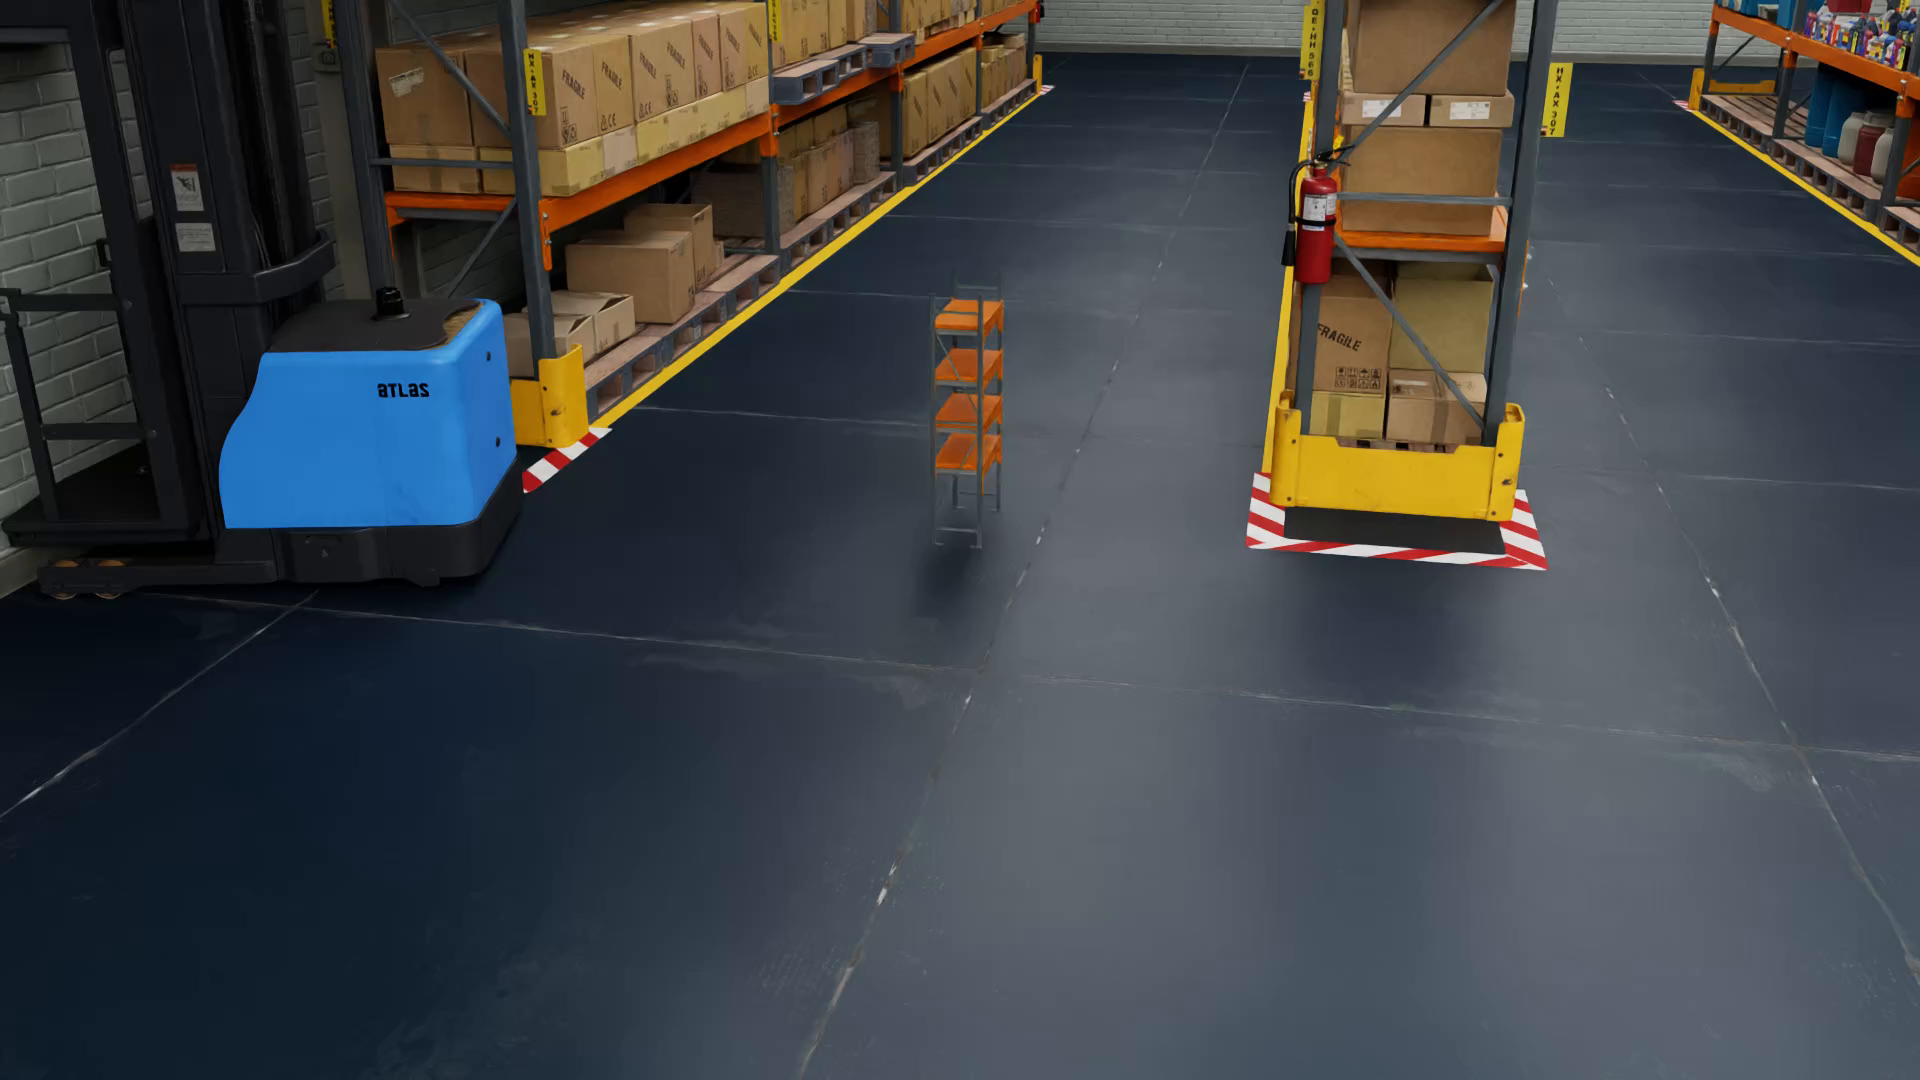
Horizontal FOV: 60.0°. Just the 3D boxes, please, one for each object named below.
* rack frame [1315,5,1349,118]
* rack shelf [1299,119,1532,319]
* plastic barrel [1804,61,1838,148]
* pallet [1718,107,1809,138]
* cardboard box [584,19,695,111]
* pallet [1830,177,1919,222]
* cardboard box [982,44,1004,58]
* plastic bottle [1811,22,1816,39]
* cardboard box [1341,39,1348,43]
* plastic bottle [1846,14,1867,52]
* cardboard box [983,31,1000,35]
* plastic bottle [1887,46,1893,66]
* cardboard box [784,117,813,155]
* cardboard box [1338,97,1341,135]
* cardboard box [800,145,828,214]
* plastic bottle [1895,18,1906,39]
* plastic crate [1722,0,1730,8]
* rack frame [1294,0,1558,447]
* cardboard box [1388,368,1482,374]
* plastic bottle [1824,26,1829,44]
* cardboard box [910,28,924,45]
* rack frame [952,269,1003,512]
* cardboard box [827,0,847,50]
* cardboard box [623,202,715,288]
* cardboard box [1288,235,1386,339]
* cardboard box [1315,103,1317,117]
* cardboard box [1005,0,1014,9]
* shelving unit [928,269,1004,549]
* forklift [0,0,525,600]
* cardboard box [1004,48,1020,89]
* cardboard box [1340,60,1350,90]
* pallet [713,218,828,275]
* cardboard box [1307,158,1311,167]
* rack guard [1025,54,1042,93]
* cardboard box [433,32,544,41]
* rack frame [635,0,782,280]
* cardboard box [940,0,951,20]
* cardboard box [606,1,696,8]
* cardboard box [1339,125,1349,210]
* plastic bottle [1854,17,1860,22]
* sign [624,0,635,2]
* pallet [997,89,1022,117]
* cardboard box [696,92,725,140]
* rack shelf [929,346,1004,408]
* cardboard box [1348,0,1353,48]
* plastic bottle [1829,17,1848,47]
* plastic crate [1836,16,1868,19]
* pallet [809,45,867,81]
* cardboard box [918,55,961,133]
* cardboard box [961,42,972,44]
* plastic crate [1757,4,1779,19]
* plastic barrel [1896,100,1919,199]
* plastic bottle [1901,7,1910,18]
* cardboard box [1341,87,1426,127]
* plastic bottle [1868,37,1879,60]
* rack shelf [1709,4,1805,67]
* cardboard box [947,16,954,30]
[{"bbox_3d":[3.784,-4.519,15.058,1.000,3.000,0.127,4,22,11],"label":"rack frame"},{"bbox_3d":[2.560,-1.991,9.744,1.077,0.370,4.000,4,22,11],"label":"rack shelf"},{"bbox_3d":[9.321,-4.626,17.572,0.600,0.901,0.708,4,22,11],"label":"plastic barrel"},{"bbox_3d":[9.807,-5.028,20.057,1.003,0.211,1.213,4,22,11],"label":"pallet"},{"bbox_3d":[-1.991,-2.967,10.374,0.500,0.500,0.500,5,23,13],"label":"cardboard box"},{"bbox_3d":[8.752,-3.138,15.362,1.003,0.211,1.213,4,22,11],"label":"pallet"},{"bbox_3d":[0.358,-6.262,21.302,0.380,0.149,0.250,4,22,9],"label":"cardboard box"},{"bbox_3d":[8.923,-5.316,17.305,0.097,0.201,0.097,0,22,0],"label":"plastic bottle"},{"bbox_3d":[2.569,-3.037,10.378,0.380,0.149,0.250,4,22,10],"label":"cardboard box"},{"bbox_3d":[8.669,-4.887,16.038,0.144,0.351,0.185,4,22,11],"label":"plastic bottle"},{"bbox_3d":[0.351,-6.954,23.021,0.380,0.149,0.250,5,22,11],"label":"cardboard box"},{"bbox_3d":[8.386,-4.353,14.913,0.097,0.201,0.097,0,22,0],"label":"plastic bottle"},{"bbox_3d":[-1.560,-3.447,14.150,0.500,0.250,0.500,4,22,9],"label":"cardboard box"},{"bbox_3d":[2.883,-2.939,11.003,0.700,0.500,0.500,4,22,10],"label":"cardboard box"},{"bbox_3d":[-1.549,-3.123,14.351,0.700,0.500,0.500,5,22,12],"label":"cardboard box"},{"bbox_3d":[9.381,-5.059,16.571,0.097,0.271,0.097,0,22,0],"label":"plastic bottle"},{"bbox_3d":[9.745,-6.795,20.982,0.250,0.136,0.298,4,22,11],"label":"plastic crate"},{"bbox_3d":[2.151,-1.593,7.793,1.000,3.000,0.127,4,22,11],"label":"rack frame"},{"bbox_3d":[2.577,-0.875,9.128,0.500,0.250,0.500,4,22,11],"label":"cardboard box"},{"bbox_3d":[8.816,-5.125,16.829,0.097,0.201,0.097,0,22,0],"label":"plastic bottle"},{"bbox_3d":[-0.575,-5.073,16.743,0.380,0.149,0.250,5,23,13],"label":"cardboard box"},{"bbox_3d":[0.084,-0.706,8.001,0.240,1.200,0.015,4,22,11],"label":"rack frame"},{"bbox_3d":[-1.385,-4.515,14.327,0.700,0.500,0.500,4,22,11],"label":"cardboard box"},{"bbox_3d":[-2.055,-2.094,11.795,0.500,0.500,0.500,3,22,7],"label":"cardboard box"},{"bbox_3d":[2.159,-1.446,9.543,0.500,0.500,0.500,4,22,11],"label":"cardboard box"},{"bbox_3d":[3.952,-4.305,17.284,0.500,0.500,0.500,4,22,9],"label":"cardboard box"},{"bbox_3d":[0.170,-7.227,21.382,0.980,0.700,0.700,3,22,8],"label":"cardboard box"},{"bbox_3d":[0.034,-0.617,7.780,0.258,1.200,0.503,4,22,11],"label":"shelving unit"},{"bbox_3d":[-3.627,-1.303,7.167,3.031,2.935,1.130,-1,22,-2],"label":"forklift"},{"bbox_3d":[0.419,-6.409,22.536,0.700,0.500,0.500,4,22,11],"label":"cardboard box"},{"bbox_3d":[2.306,-2.568,9.213,0.380,0.149,0.250,5,22,12],"label":"cardboard box"},{"bbox_3d":[-1.725,-2.423,13.588,1.003,0.211,1.213,4,22,11],"label":"pallet"},{"bbox_3d":[3.080,-2.962,13.560,0.500,0.311,0.500,4,22,10],"label":"cardboard box"},{"bbox_3d":[0.571,-6.670,23.746,1.175,0.500,0.348,4,22,11],"label":"rack guard"},{"bbox_3d":[-2.698,-2.629,9.535,0.500,0.500,0.500,5,22,12],"label":"cardboard box"},{"bbox_3d":[-1.883,-3.432,12.360,1.000,3.000,0.127,4,22,11],"label":"rack frame"},{"bbox_3d":[-0.400,-5.810,17.705,0.500,0.500,0.500,5,22,12],"label":"cardboard box"},{"bbox_3d":[-2.183,-3.564,11.857,0.500,0.500,0.500,4,22,10],"label":"cardboard box"},{"bbox_3d":[2.362,-2.001,8.674,0.700,0.500,0.500,5,22,12],"label":"cardboard box"},{"bbox_3d":[8.941,-5.055,16.555,0.152,0.276,0.135,4,22,11],"label":"plastic bottle"},{"bbox_3d":[-2.427,-4.010,12.245,0.100,0.325,0.005,4,22,11],"label":"sign"},{"bbox_3d":[0.228,-5.784,21.932,1.003,0.211,1.213,4,22,11],"label":"pallet"},{"bbox_3d":[-1.880,-2.809,10.986,0.500,0.250,0.500,4,22,11],"label":"cardboard box"},{"bbox_3d":[0.034,-0.762,7.721,0.258,0.148,0.480,4,22,11],"label":"rack shelf"},{"bbox_3d":[2.679,-3.173,9.847,0.700,0.500,0.500,4,22,11],"label":"cardboard box"},{"bbox_3d":[8.792,-5.066,16.584,0.152,0.276,0.135,4,22,11],"label":"plastic bottle"},{"bbox_3d":[9.683,-5.667,18.183,0.396,0.136,0.243,4,22,11],"label":"plastic crate"},{"bbox_3d":[-1.430,-4.079,14.223,1.003,0.211,1.213,4,22,11],"label":"pallet"},{"bbox_3d":[-0.434,-4.982,18.525,0.750,0.750,0.750,5,23,13],"label":"cardboard box"},{"bbox_3d":[0.042,-6.398,21.640,0.380,0.149,0.250,4,22,10],"label":"cardboard box"},{"bbox_3d":[9.509,-6.168,19.426,0.293,0.136,0.466,4,22,11],"label":"plastic crate"},{"bbox_3d":[8.715,-3.508,14.892,0.600,0.830,0.708,4,22,11],"label":"plastic barrel"},{"bbox_3d":[9.581,-5.219,16.862,0.144,0.351,0.185,4,22,11],"label":"plastic bottle"},{"bbox_3d":[2.043,-2.094,8.037,0.380,0.149,0.250,4,22,10],"label":"cardboard box"},{"bbox_3d":[8.505,-4.567,15.444,0.097,0.201,0.097,0,22,0],"label":"plastic bottle"},{"bbox_3d":[9.857,-6.000,19.700,1.077,0.370,4.000,4,22,11],"label":"rack shelf"},{"bbox_3d":[-0.279,-5.734,18.387,0.380,0.149,0.250,4,22,11],"label":"cardboard box"}]
